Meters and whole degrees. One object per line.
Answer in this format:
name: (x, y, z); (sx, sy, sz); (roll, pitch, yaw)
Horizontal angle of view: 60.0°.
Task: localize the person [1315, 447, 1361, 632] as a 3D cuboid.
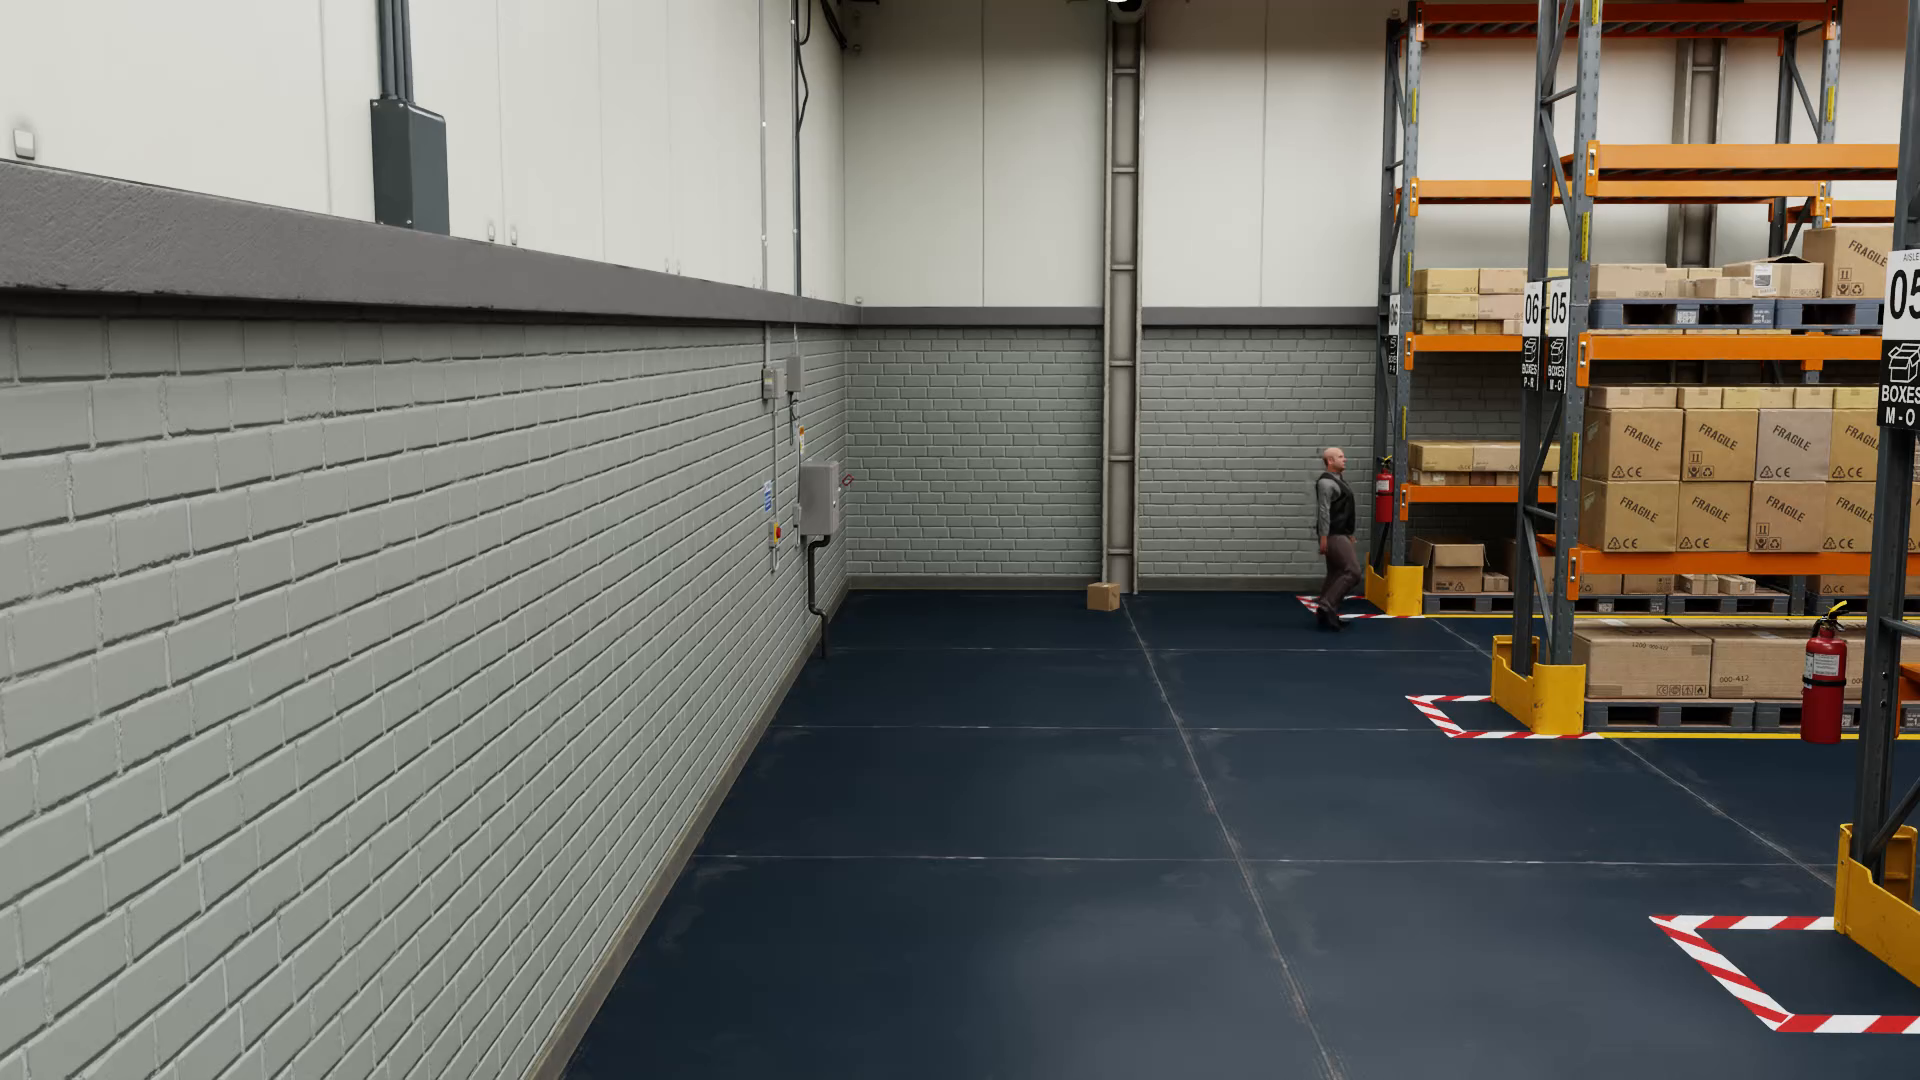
person: (3.626, -0.008, 15.858); (0.453, 1.746, 0.536); (3, 8, 21)
